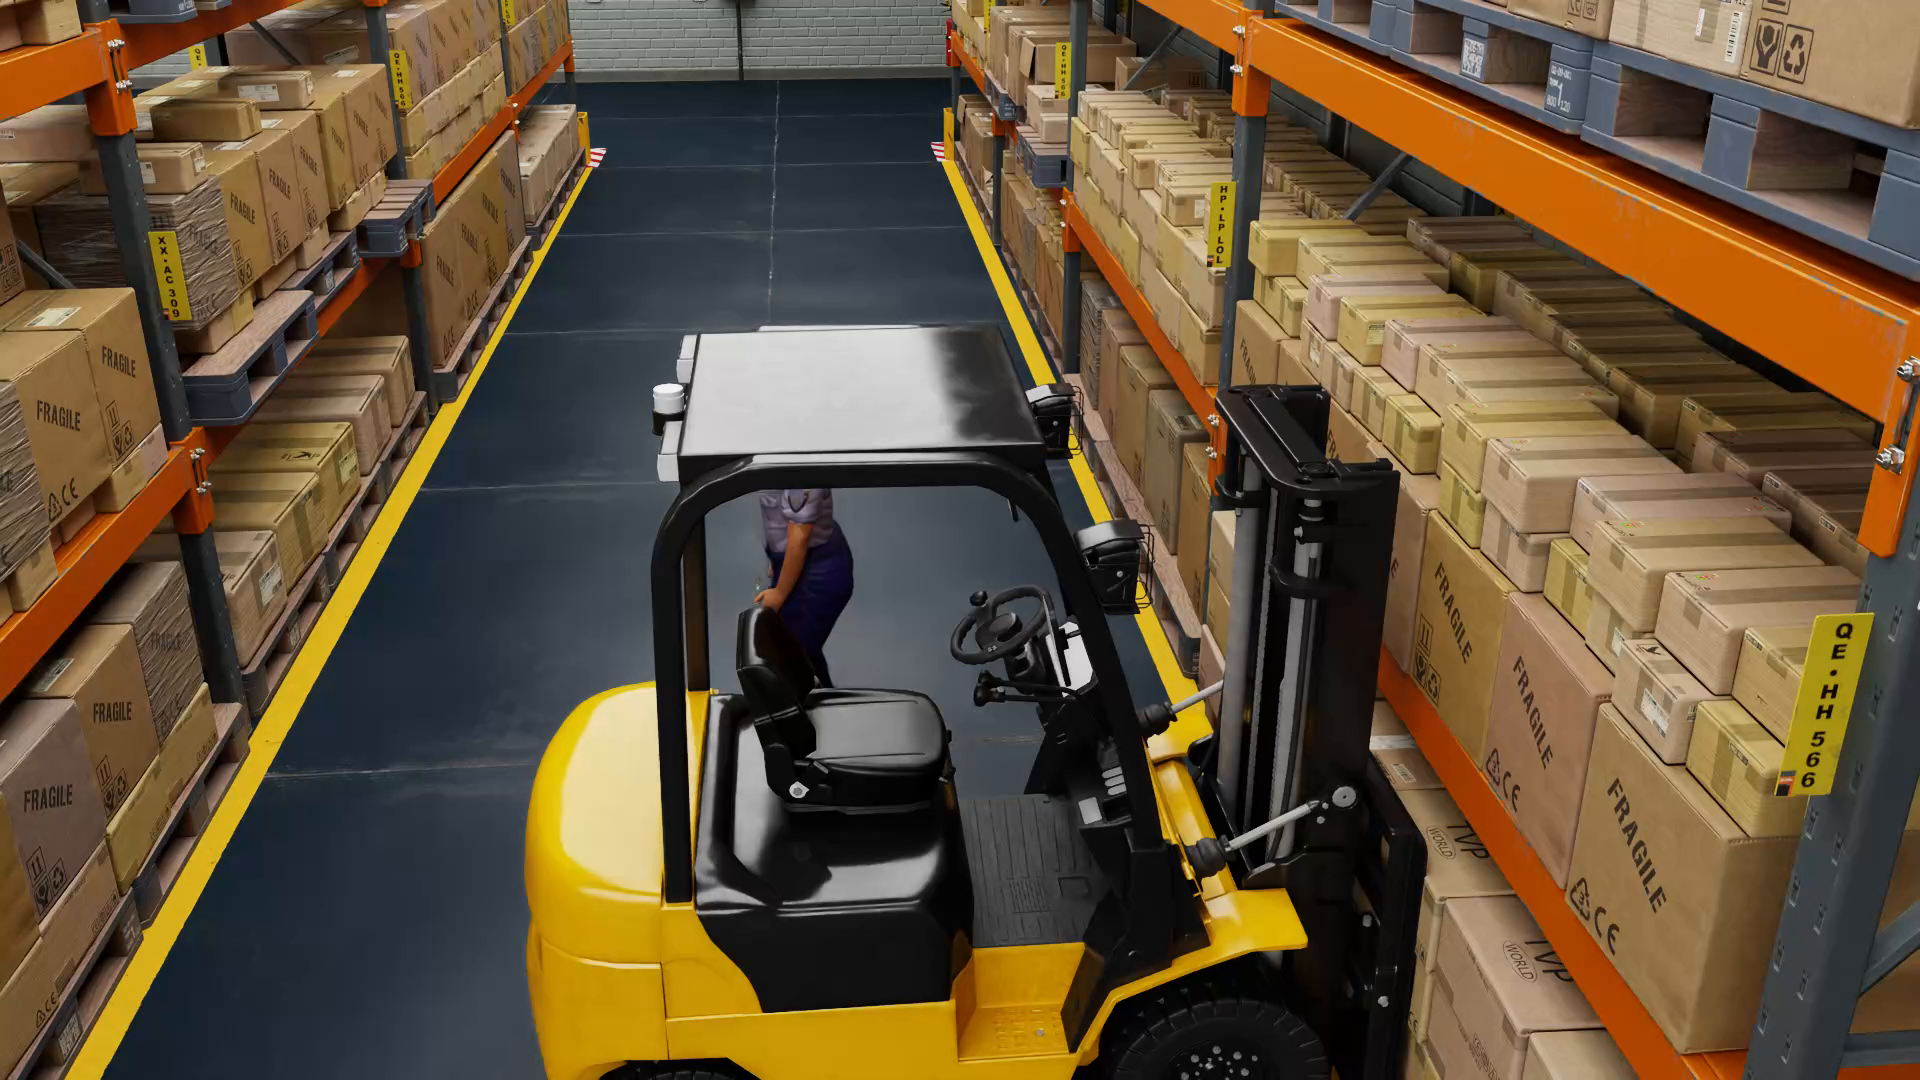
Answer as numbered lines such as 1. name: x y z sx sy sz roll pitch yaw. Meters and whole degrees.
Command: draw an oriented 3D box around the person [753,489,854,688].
1. person: -0.594 0.147 6.345 0.378 1.615 0.493 -2 24 -4
